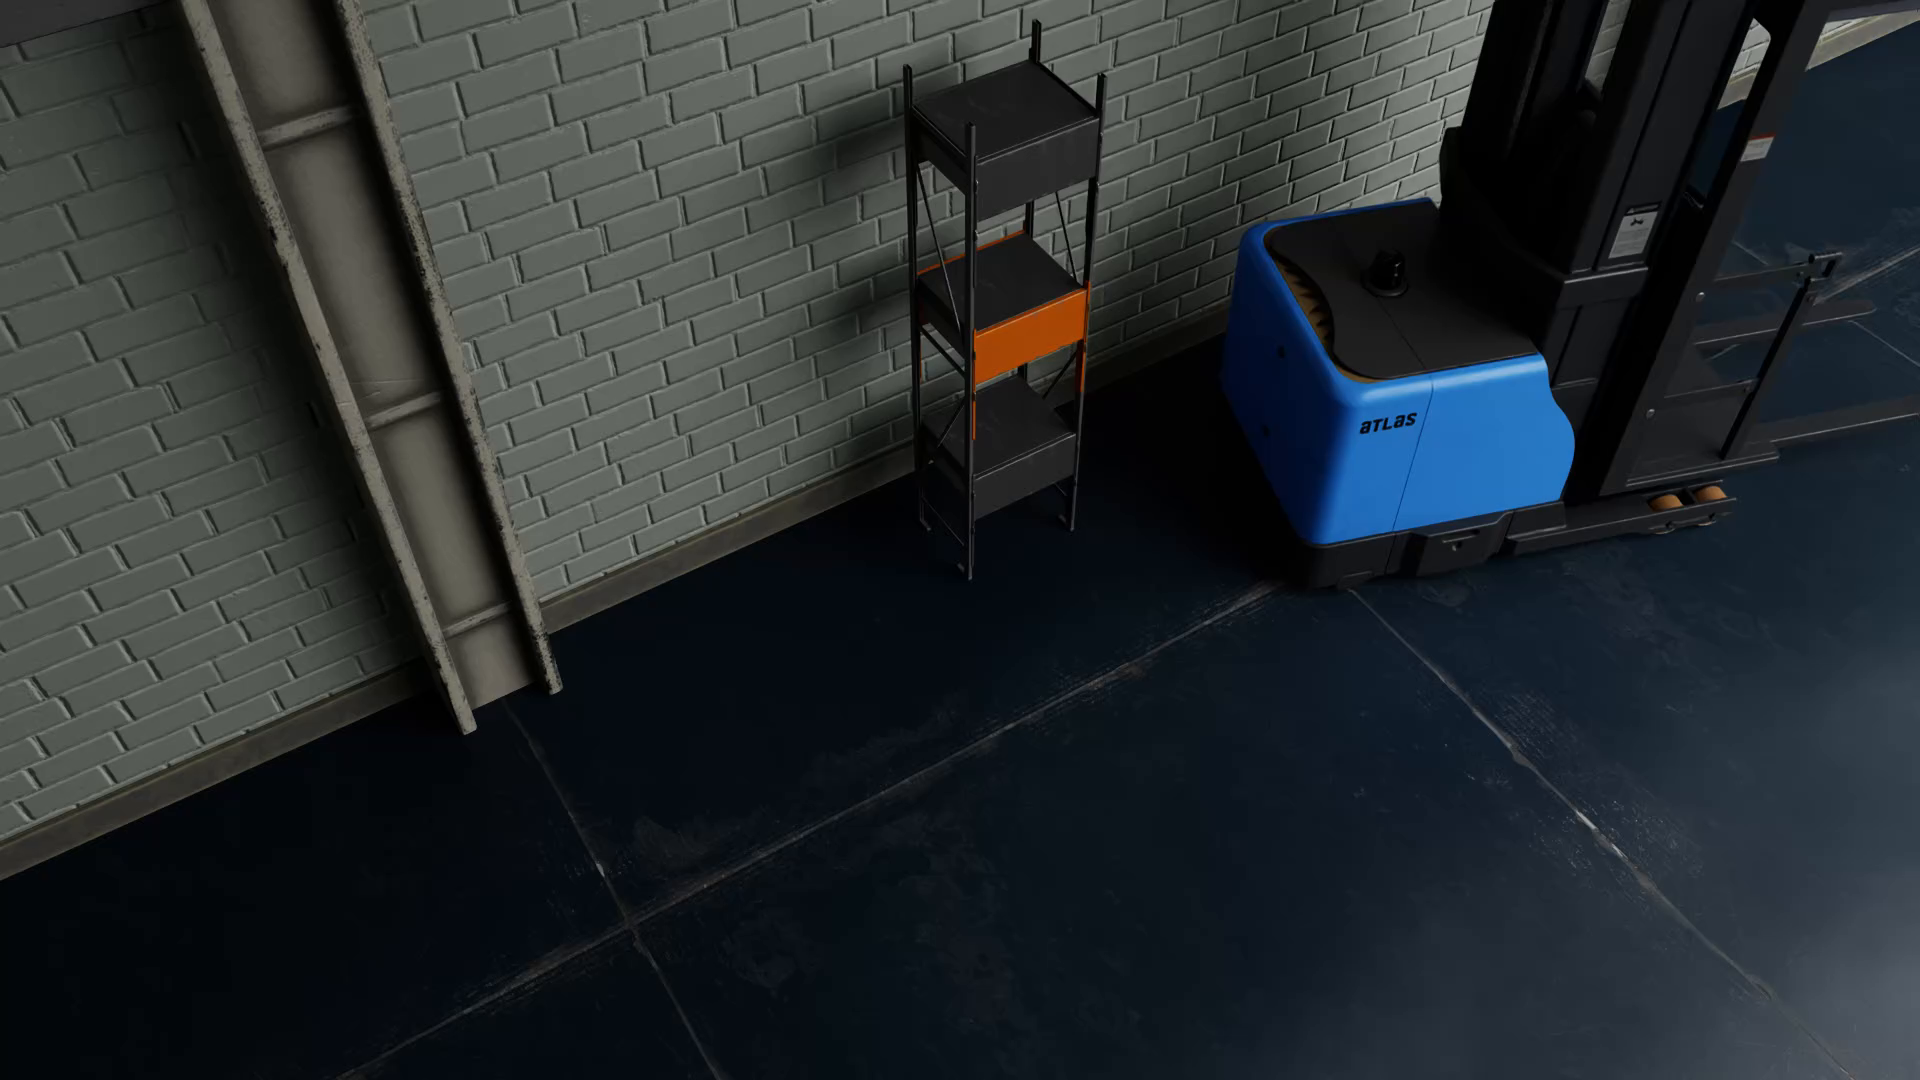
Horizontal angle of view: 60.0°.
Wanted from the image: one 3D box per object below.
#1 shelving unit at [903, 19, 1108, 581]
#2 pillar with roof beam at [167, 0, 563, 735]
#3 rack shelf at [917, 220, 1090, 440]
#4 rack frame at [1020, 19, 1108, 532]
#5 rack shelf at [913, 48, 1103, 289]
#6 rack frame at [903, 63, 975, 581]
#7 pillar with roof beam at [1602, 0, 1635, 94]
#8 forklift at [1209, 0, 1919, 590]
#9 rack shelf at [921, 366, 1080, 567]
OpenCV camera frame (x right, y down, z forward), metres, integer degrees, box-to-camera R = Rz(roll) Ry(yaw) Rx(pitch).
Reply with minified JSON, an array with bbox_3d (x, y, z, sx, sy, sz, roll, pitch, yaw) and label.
[{"bbox_3d":[0.140,-0.764,5.970,0.503,2.100,0.431,-25,53,-21],"label":"shelving unit"},{"bbox_3d":[0.570,0.263,0.435,0.400,9.000,9.100,-25,53,-21],"label":"pillar with roof beam"},{"bbox_3d":[0.140,-0.755,5.980,0.480,0.518,0.431,-25,53,-21],"label":"rack shelf"},{"bbox_3d":[0.346,-0.862,6.057,0.015,2.100,0.400,-25,53,-21],"label":"rack frame"},{"bbox_3d":[0.140,-1.221,5.457,0.480,0.518,0.431,-25,53,-21],"label":"rack shelf"},{"bbox_3d":[-0.066,-0.667,5.883,0.015,2.100,0.400,-25,53,-21],"label":"rack frame"},{"bbox_3d":[5.644,-2.128,2.564,0.400,9.000,9.100,-25,53,-21],"label":"pillar with roof beam"},{"bbox_3d":[2.627,-1.373,5.955,3.031,2.935,1.130,-10,49,-9],"label":"forklift"},{"bbox_3d":[0.140,-0.290,6.503,0.480,0.518,0.431,-25,53,-21],"label":"rack shelf"}]
